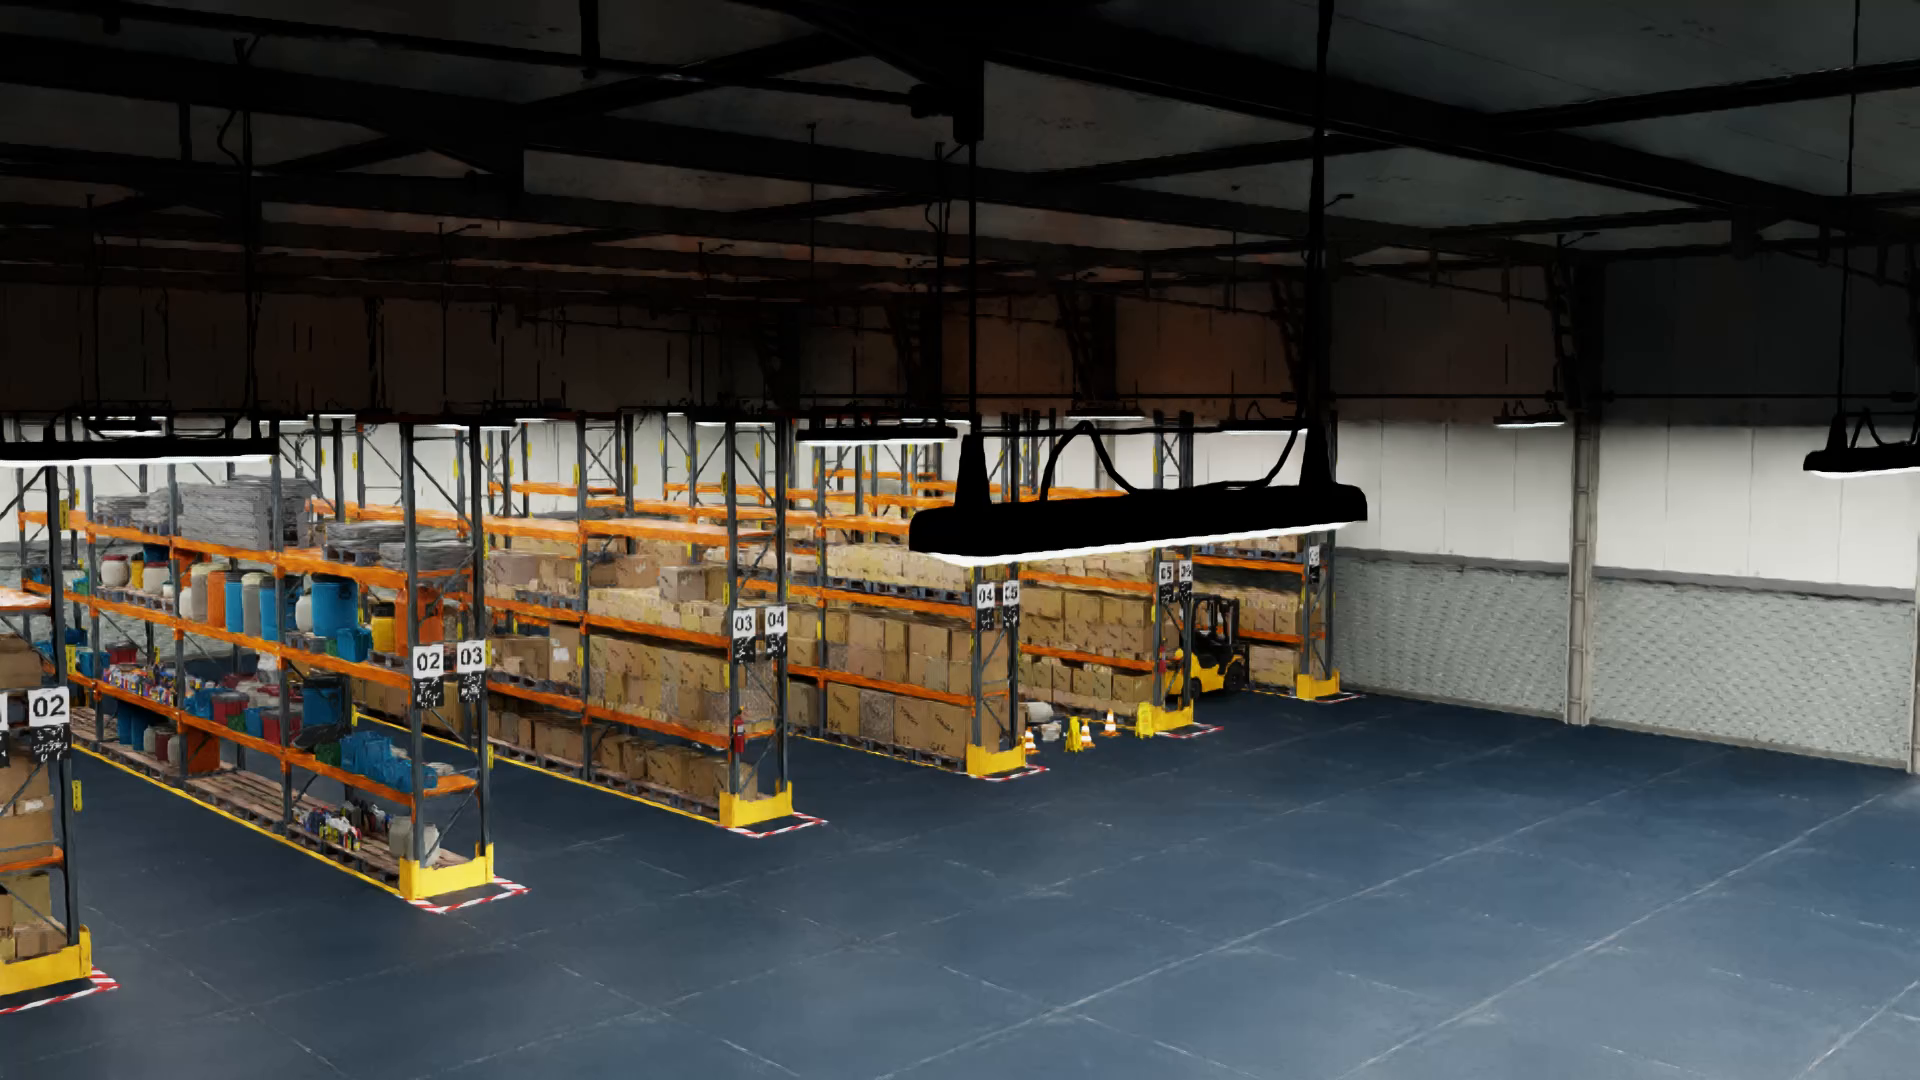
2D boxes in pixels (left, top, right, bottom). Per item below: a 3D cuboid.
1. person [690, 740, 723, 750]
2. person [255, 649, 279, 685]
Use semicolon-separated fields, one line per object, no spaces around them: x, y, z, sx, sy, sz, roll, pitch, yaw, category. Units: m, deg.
-4.549;2.998;29.780;0.562;1.498;0.815;-4;6;-39;person
-13.682;2.566;33.046;0.649;1.764;0.463;1;5;16;person
